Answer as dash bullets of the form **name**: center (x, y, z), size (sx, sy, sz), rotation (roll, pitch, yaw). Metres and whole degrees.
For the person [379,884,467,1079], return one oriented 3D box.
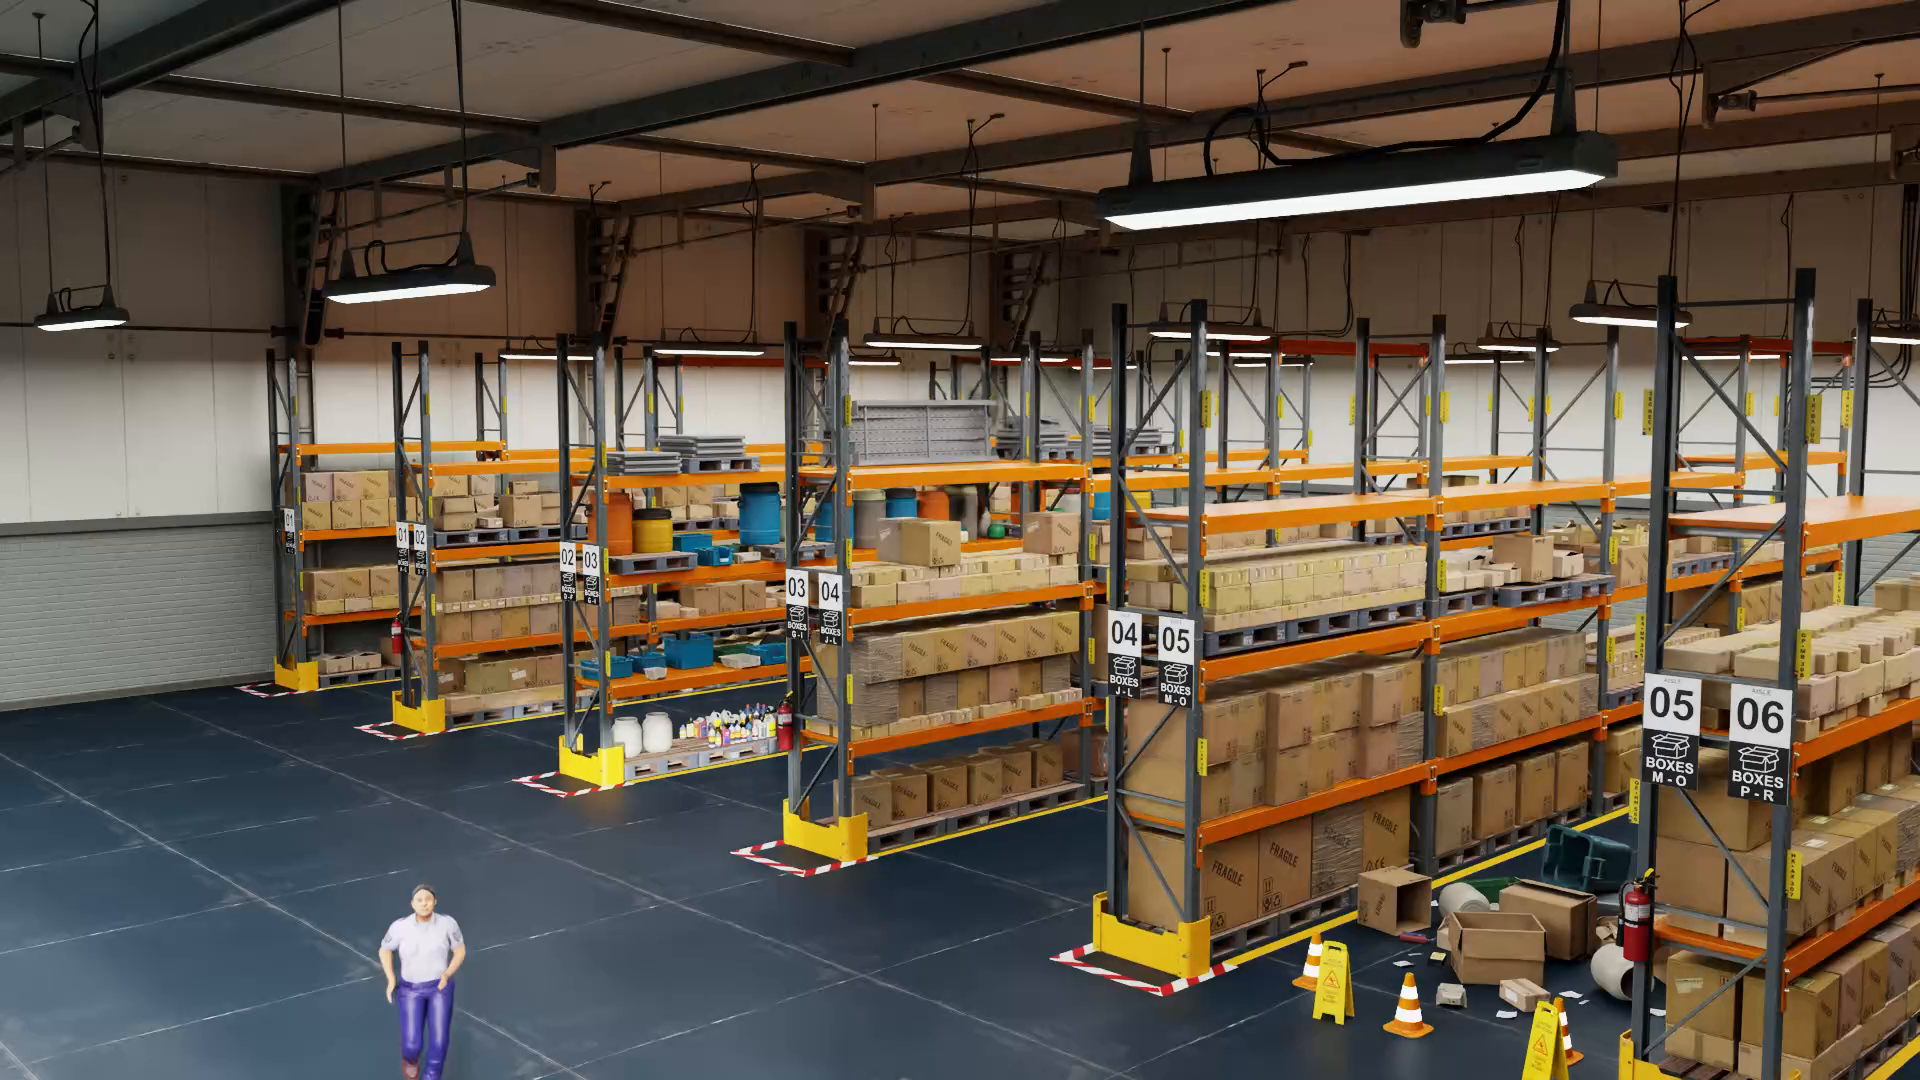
- **person**: center (-3.921, 3.319, 12.190), size (0.607, 1.603, 0.547), rotation (-2, 5, -22)

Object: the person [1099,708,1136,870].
- **person**: center (1.850, 2.742, 18.348), size (0.675, 1.795, 0.748), rotation (4, 6, 36)
